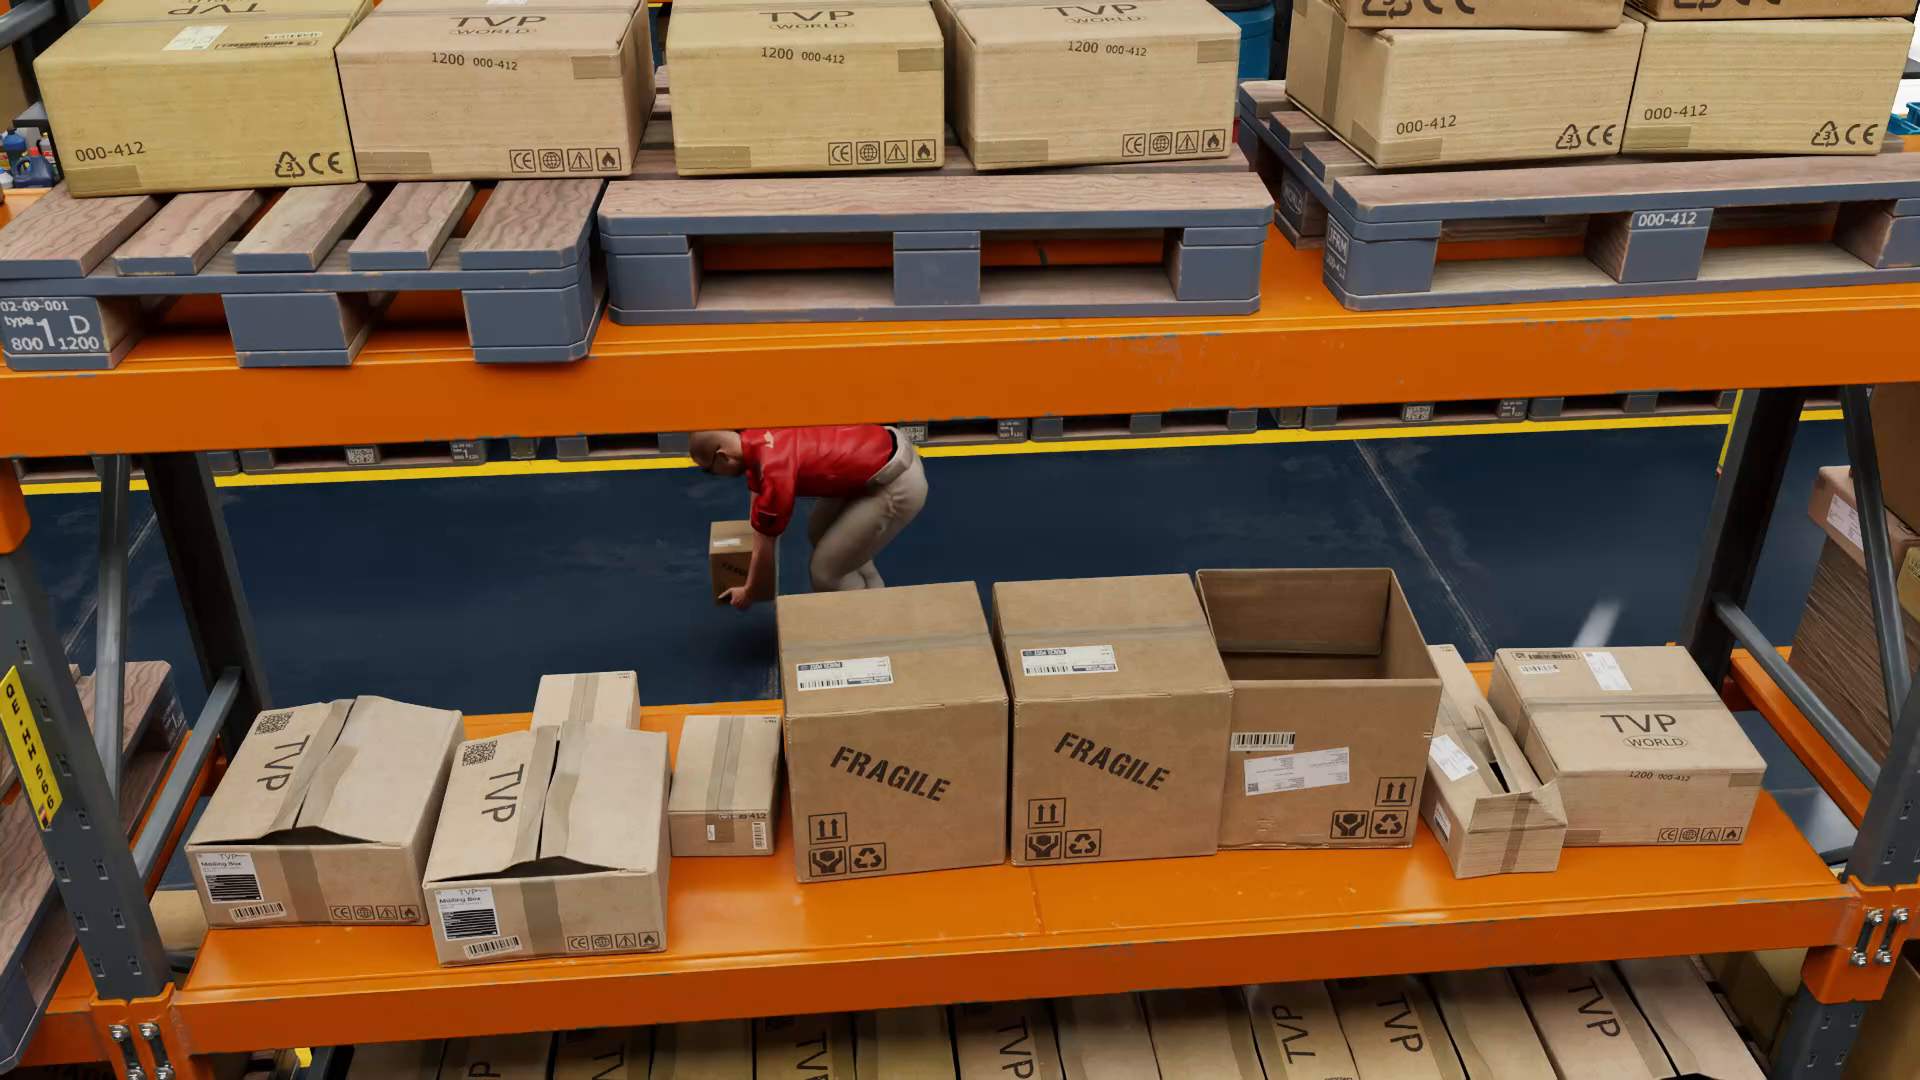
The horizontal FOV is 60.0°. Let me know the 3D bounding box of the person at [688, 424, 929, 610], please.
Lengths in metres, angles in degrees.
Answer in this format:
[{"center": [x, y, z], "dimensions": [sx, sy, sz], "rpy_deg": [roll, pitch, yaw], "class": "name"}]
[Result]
[{"center": [-0.603, -0.033, 6.831], "dimensions": [0.942, 1.087, 0.515], "rpy_deg": [-4, 31, -7], "class": "person"}]
